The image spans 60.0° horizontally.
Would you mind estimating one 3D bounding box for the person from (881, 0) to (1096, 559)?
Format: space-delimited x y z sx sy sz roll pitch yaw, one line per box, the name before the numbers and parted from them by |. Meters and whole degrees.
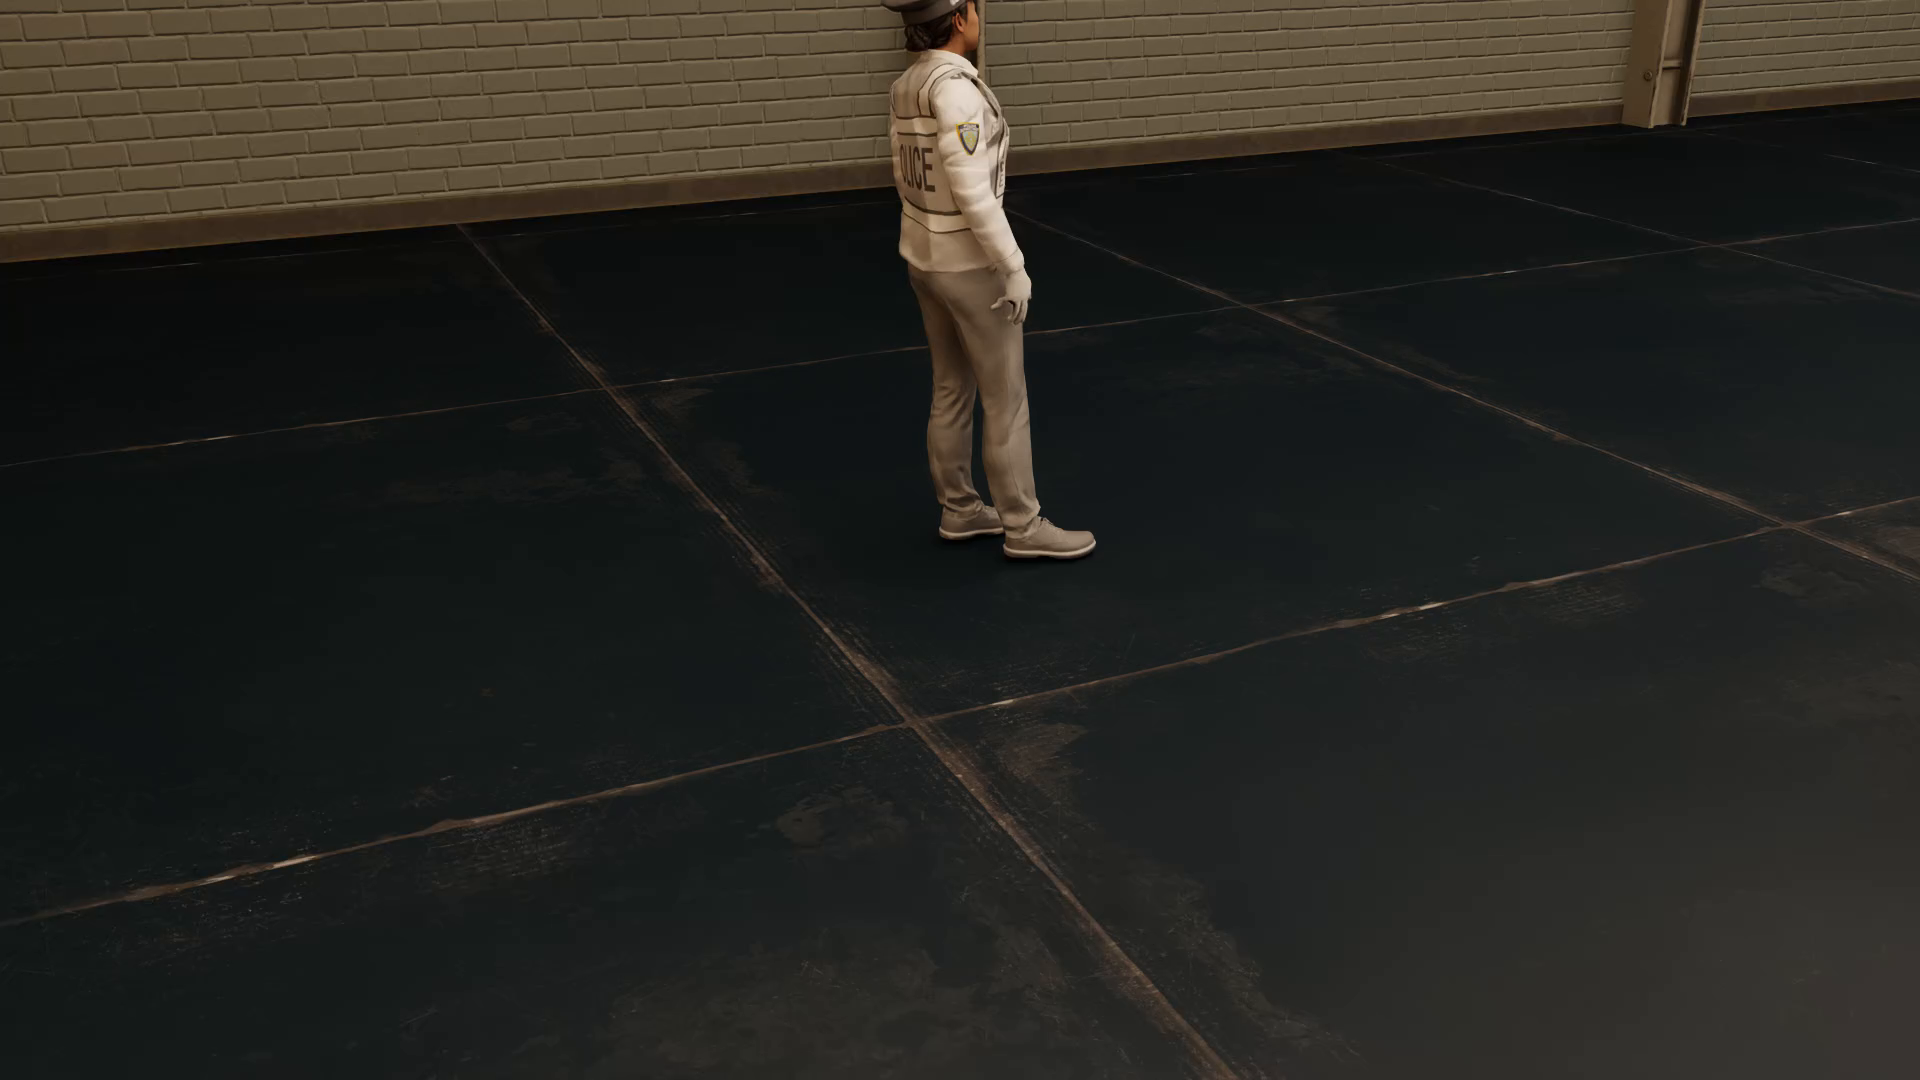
person | 0.065 -0.798 4.800 0.530 1.694 0.586 -10 25 -23
